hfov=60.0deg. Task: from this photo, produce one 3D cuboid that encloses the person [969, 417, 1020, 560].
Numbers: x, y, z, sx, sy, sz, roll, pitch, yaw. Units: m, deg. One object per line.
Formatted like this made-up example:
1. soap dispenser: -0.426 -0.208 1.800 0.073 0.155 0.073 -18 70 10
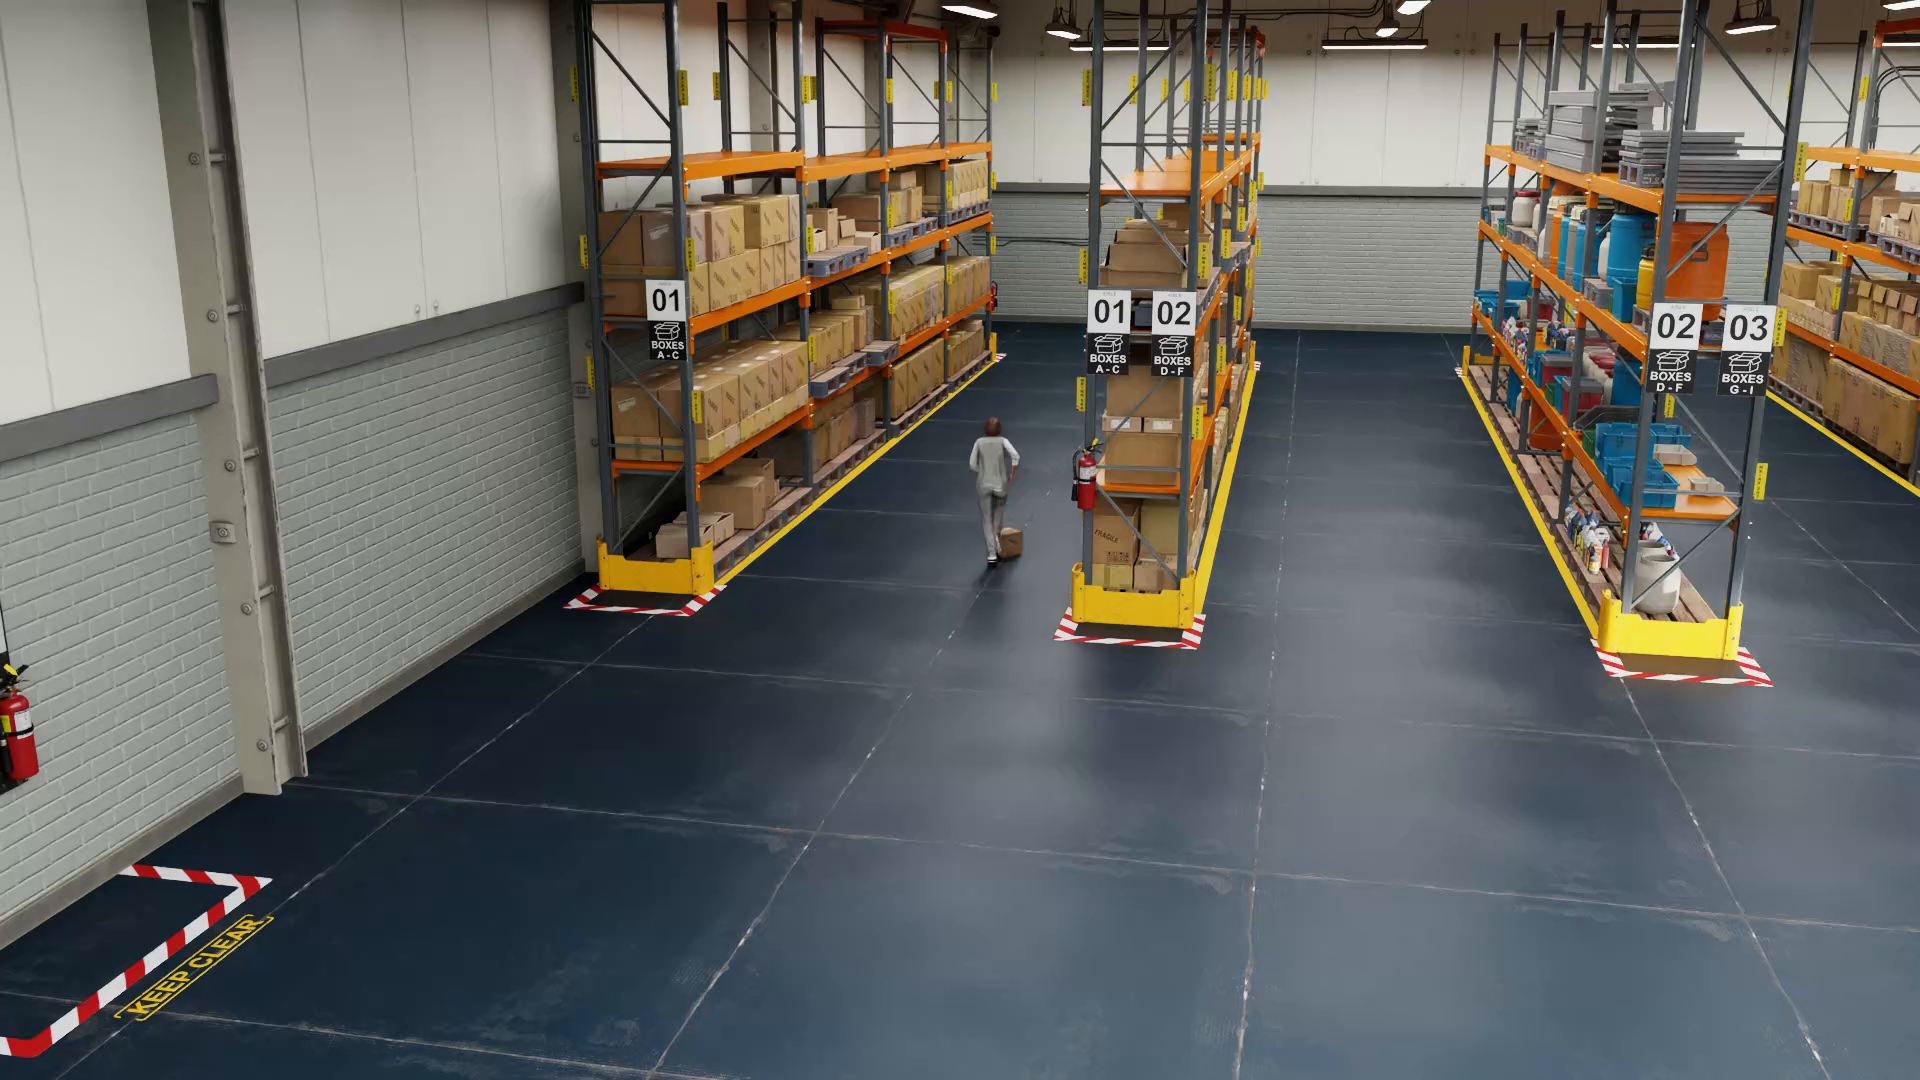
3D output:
1. person: 0.374 -0.563 18.184 0.546 1.519 0.775 0 15 0
